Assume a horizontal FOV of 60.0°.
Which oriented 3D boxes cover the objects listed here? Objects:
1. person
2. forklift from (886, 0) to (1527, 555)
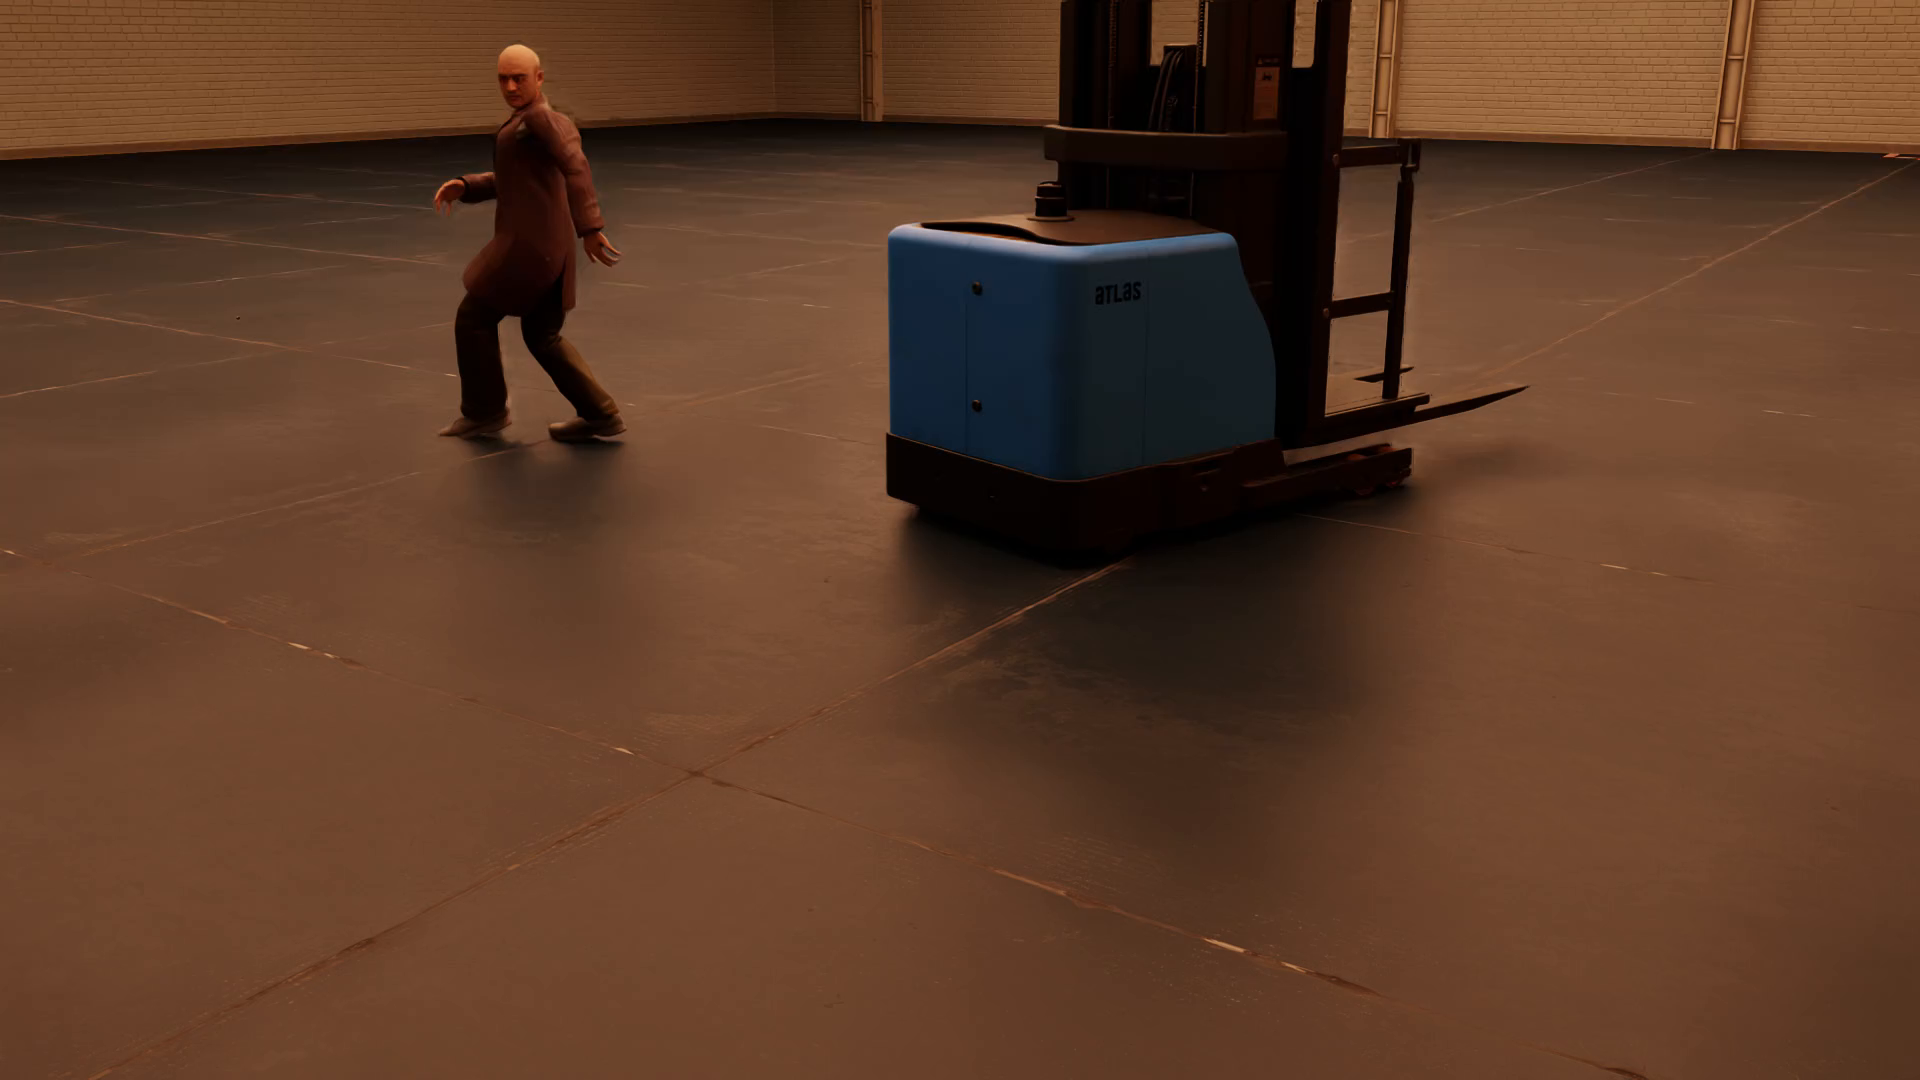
[{"bbox_3d":[-1.889,-1.251,7.231,1.009,1.731,0.613,3,17,10],"label":"person"},{"bbox_3d":[1.179,-1.680,6.450,3.031,2.935,1.130,-13,21,-38],"label":"forklift"}]
